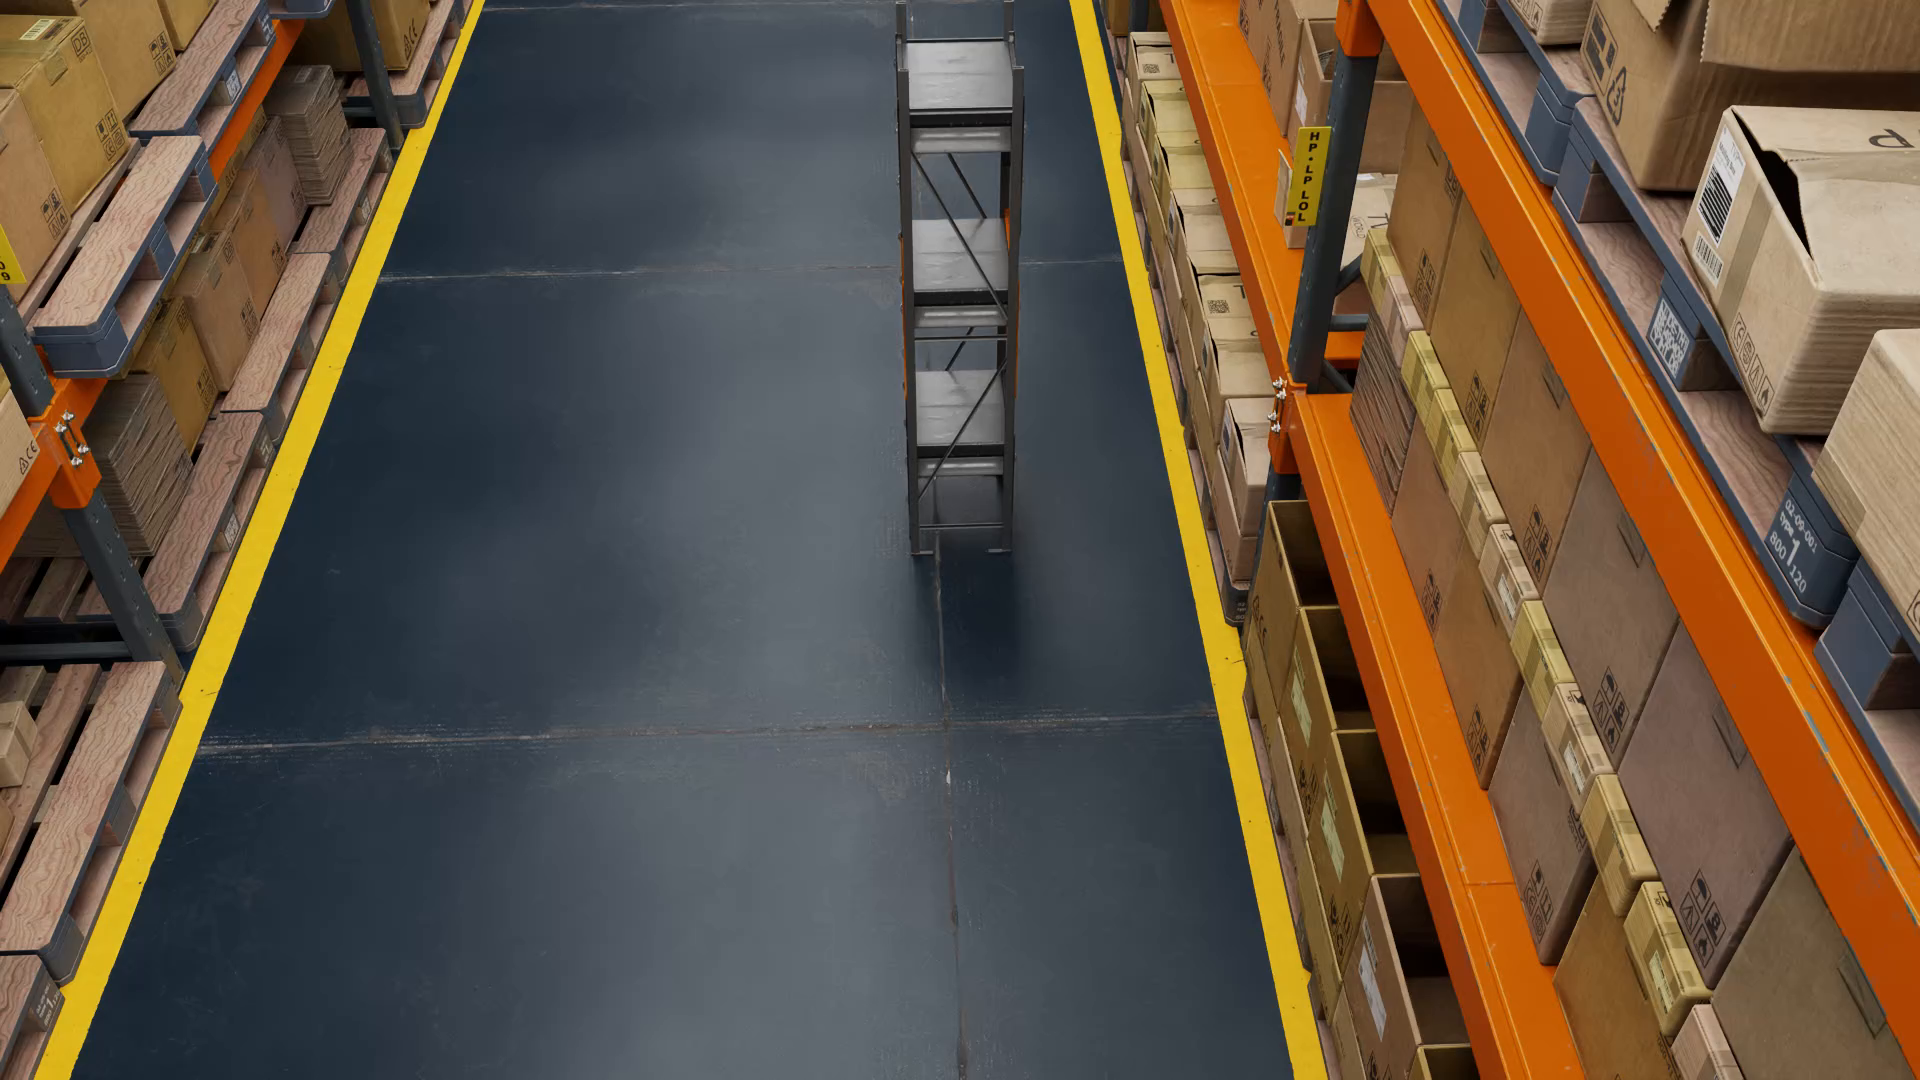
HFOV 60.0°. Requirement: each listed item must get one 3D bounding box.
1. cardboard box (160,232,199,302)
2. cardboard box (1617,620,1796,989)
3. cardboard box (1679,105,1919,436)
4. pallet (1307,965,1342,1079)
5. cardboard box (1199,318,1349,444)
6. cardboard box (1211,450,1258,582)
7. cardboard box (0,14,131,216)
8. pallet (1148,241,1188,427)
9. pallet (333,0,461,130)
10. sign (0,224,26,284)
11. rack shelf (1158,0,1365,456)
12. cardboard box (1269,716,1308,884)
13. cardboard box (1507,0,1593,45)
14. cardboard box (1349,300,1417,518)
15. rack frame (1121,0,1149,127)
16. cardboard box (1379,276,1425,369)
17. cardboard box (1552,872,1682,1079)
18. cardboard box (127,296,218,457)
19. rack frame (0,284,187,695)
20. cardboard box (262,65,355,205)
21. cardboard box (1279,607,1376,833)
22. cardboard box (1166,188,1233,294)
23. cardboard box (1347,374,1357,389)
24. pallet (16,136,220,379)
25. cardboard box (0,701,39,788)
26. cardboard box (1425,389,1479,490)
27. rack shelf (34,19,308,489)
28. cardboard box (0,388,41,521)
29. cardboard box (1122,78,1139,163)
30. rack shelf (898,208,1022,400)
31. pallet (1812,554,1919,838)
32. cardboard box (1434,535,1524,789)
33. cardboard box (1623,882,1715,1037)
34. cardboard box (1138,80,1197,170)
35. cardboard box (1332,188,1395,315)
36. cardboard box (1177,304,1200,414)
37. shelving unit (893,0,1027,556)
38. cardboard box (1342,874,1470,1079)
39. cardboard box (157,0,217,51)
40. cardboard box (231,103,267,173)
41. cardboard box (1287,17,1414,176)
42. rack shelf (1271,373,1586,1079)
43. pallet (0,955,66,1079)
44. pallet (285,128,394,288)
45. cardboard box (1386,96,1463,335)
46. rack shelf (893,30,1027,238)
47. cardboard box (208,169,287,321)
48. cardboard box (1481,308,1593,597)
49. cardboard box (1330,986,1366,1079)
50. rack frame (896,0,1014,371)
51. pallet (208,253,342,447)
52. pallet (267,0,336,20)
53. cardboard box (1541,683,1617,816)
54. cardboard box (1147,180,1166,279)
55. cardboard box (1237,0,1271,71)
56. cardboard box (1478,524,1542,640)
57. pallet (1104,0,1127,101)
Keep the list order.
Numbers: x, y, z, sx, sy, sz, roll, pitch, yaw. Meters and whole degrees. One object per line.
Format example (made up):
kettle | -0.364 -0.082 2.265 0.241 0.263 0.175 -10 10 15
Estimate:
cardboard box | -3.477 -1.209 6.819 0.500 0.250 0.500 -3 43 -3
cardboard box | 1.678 0.447 3.008 0.700 0.500 0.500 -1 43 -2
cardboard box | 1.402 -0.416 2.416 0.500 0.311 0.500 3 43 3
pallet | 1.615 1.700 4.739 1.003 0.211 1.213 -2 43 -2
cardboard box | 1.236 -0.656 6.555 0.500 0.311 0.500 -1 43 -1
cardboard box | 1.261 -0.105 6.368 0.500 0.250 0.500 -2 43 -2
cardboard box | -3.385 -1.468 5.732 0.700 0.500 0.500 2 43 3
pallet | 1.443 -0.986 7.669 1.003 0.211 1.213 -2 43 -2
pallet | -3.509 -2.754 9.598 1.003 0.211 1.213 -2 43 -2
sign | -2.839 -0.887 4.857 0.100 0.325 0.005 -2 43 -2
rack shelf | 1.483 -1.777 7.001 1.077 0.370 4.000 -2 43 -2
cardboard box | 1.301 0.826 5.353 0.500 0.250 0.500 -2 43 -2
cardboard box | 1.349 -1.259 3.335 0.500 0.311 0.500 -4 43 -4
cardboard box | 1.593 -0.429 4.925 0.700 0.500 0.500 -3 43 -3
rack frame | 1.398 -3.392 8.231 1.000 3.000 0.127 -2 43 -2
cardboard box | 1.397 -0.612 4.643 0.380 0.149 0.250 -1 43 -1
cardboard box | 1.688 0.966 3.402 0.700 0.500 0.500 -1 43 -2
cardboard box | -3.501 -0.632 6.744 0.700 0.500 0.500 -2 43 -3
rack frame | -3.381 -0.547 5.127 1.000 3.000 0.127 -2 43 -2
cardboard box | -3.468 -2.004 8.240 0.700 0.500 0.500 -1 43 -1
cardboard box | 1.304 0.550 5.099 0.500 0.500 0.500 -2 43 -2
cardboard box | 1.199 -1.332 7.293 0.500 0.311 0.500 -2 43 -2
cardboard box | 1.783 -0.664 6.564 0.500 0.311 0.500 -2 43 -2
pallet | -3.268 -0.997 5.759 1.003 0.211 1.213 -2 43 -2
cardboard box | -3.328 0.695 5.543 0.380 0.166 0.250 -7 43 -7
cardboard box | 1.422 -0.260 4.260 0.380 0.149 0.250 -2 43 -2
rack shelf | -3.466 -1.632 6.843 1.077 0.370 4.000 -2 43 -2
cardboard box | -3.058 -0.188 4.832 0.500 0.250 0.500 -2 43 -2
cardboard box | 1.127 -2.171 8.623 0.500 0.250 0.500 -2 43 -2
rack shelf | -0.007 -0.876 6.172 0.431 0.518 0.480 -2 43 -2
pallet | 1.734 0.457 1.877 1.003 0.211 1.213 -2 43 -2
cardboard box | 1.639 0.265 4.167 0.700 0.500 0.500 -1 43 -1
cardboard box | 1.488 0.784 3.121 0.380 0.149 0.250 0 43 0
cardboard box | 1.158 -2.024 8.047 0.500 0.311 0.500 -3 43 -3
cardboard box | 1.503 -0.968 5.697 0.500 0.250 0.500 1 43 1
cardboard box | 1.219 -0.792 7.118 0.500 0.250 0.500 -1 43 -1
shelving unit | -0.007 -0.886 6.162 0.431 2.100 0.503 -2 43 -2
cardboard box | 1.341 1.225 4.363 0.500 0.500 0.500 -2 43 -2
cardboard box | -3.446 -2.289 6.628 0.700 0.500 0.500 -2 43 -2
cardboard box | -3.507 -1.894 7.565 0.500 0.250 0.500 -1 43 -1
cardboard box | 1.529 -1.603 6.205 0.500 0.500 0.500 1 43 1
rack shelf | 1.653 0.923 4.055 1.077 0.370 4.000 -2 43 -2
pallet | -3.263 1.759 4.675 1.003 0.211 1.213 -2 43 -2
pallet | -3.519 -1.692 8.440 1.003 0.211 1.213 -2 43 -2
cardboard box | 1.593 -0.908 4.486 0.700 0.500 0.500 -1 43 -2
rack shelf | -0.007 -1.392 5.699 0.431 0.518 0.480 -2 43 -2
cardboard box | -3.513 -1.318 7.492 0.700 0.500 0.500 -2 43 -2
cardboard box | 1.636 -0.228 3.745 0.700 0.500 0.500 -2 43 -2
cardboard box | 1.344 1.501 4.616 0.500 0.250 0.500 -2 43 -2
rack frame | -0.017 -1.051 6.342 0.400 2.100 0.015 -2 43 -2
pallet | -3.471 -0.870 7.543 1.003 0.211 1.213 -2 43 -2
pallet | -3.414 -2.699 7.616 1.213 0.211 1.003 -2 43 -2
cardboard box | 1.463 0.433 3.504 0.380 0.149 0.250 -2 43 -2
cardboard box | 1.177 -1.481 7.870 0.500 0.250 0.500 -3 43 -3
cardboard box | 1.486 -2.297 6.962 0.500 0.500 0.500 -4 43 -4
cardboard box | 1.445 0.089 3.879 0.380 0.149 0.250 -3 43 -3
pallet | 1.404 -2.869 9.724 1.003 0.211 1.213 -2 43 -2
